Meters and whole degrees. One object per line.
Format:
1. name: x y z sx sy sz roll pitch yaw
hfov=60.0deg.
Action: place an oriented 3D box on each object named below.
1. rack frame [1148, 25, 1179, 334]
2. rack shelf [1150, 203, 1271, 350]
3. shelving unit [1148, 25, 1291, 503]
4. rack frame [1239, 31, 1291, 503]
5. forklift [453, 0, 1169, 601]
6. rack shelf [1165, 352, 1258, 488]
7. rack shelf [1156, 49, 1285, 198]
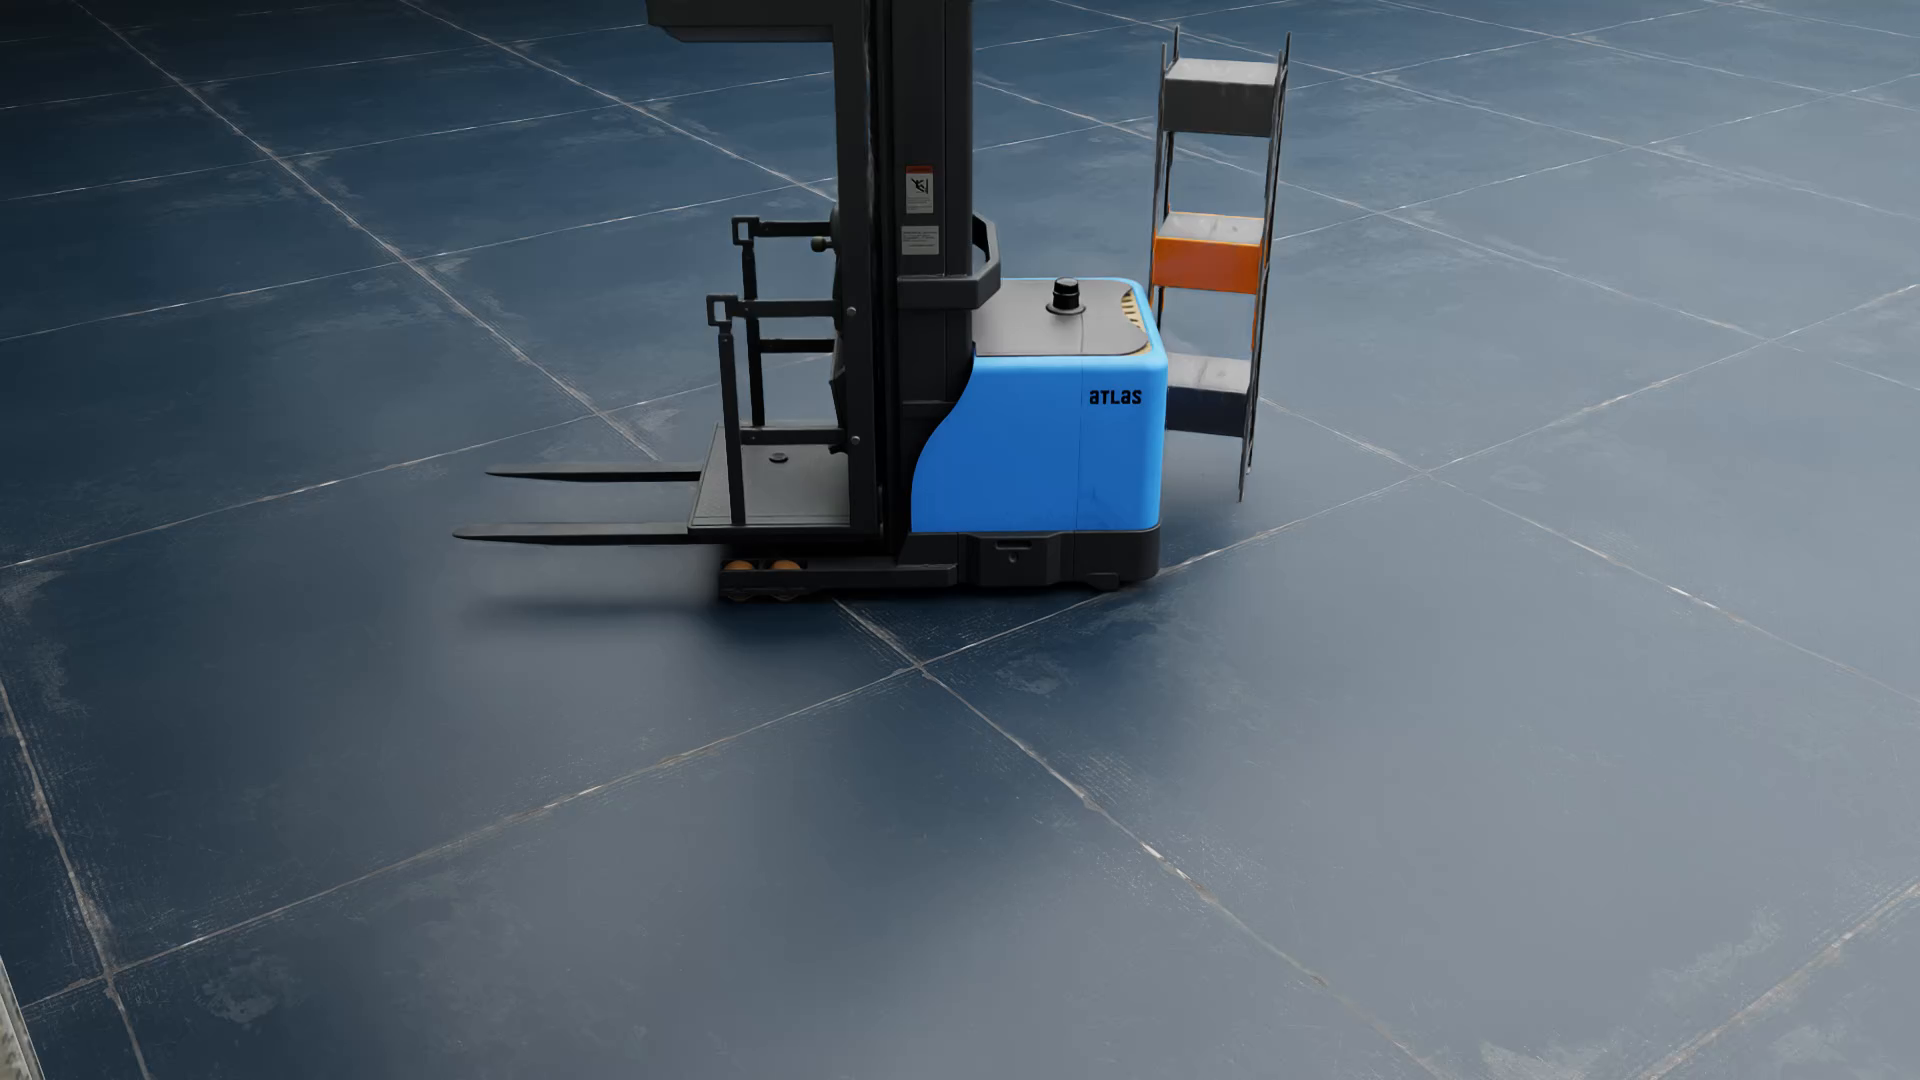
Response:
1. rack frame: 0.908 -1.252 7.656 0.015 2.100 0.400 7 29 13
2. rack shelf: 1.143 -1.210 7.607 0.480 0.518 0.431 7 29 13
3. shelving unit: 1.143 -1.222 7.601 0.503 2.100 0.431 7 29 13
4. rack frame: 1.379 -1.192 7.546 0.015 2.100 0.400 7 29 13
5. forklift: -0.668 -1.285 6.847 3.031 2.935 1.130 -1 29 -1
6. rack shelf: 1.143 -0.595 7.941 0.480 0.518 0.431 7 29 13
7. rack shelf: 1.143 -1.825 7.273 0.480 0.518 0.431 7 29 13
